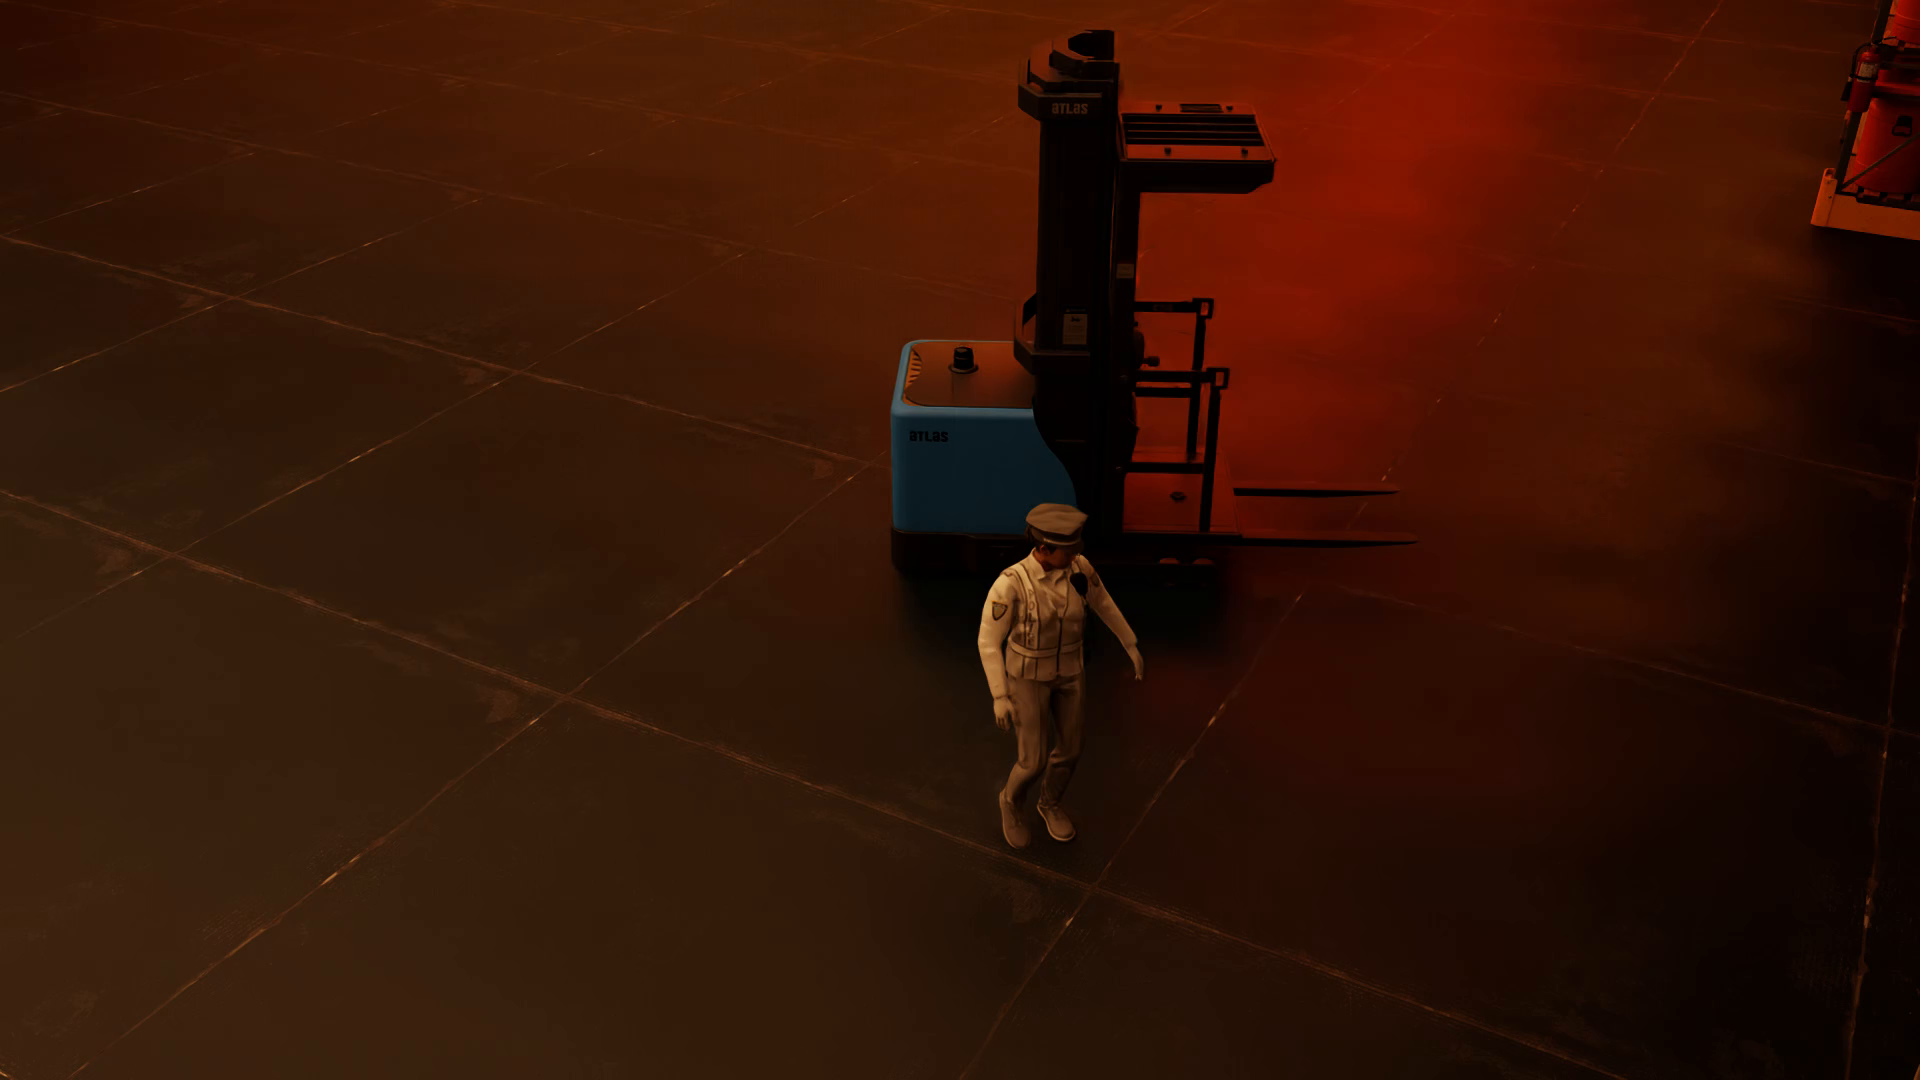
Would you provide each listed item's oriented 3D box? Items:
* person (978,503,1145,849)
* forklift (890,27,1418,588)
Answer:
[{"bbox_3d":[0.439,0.621,7.309,0.754,1.660,0.440,-11,32,-19],"label":"person"},{"bbox_3d":[1.135,-1.270,9.270,3.031,2.935,1.130,1,30,2],"label":"forklift"}]
